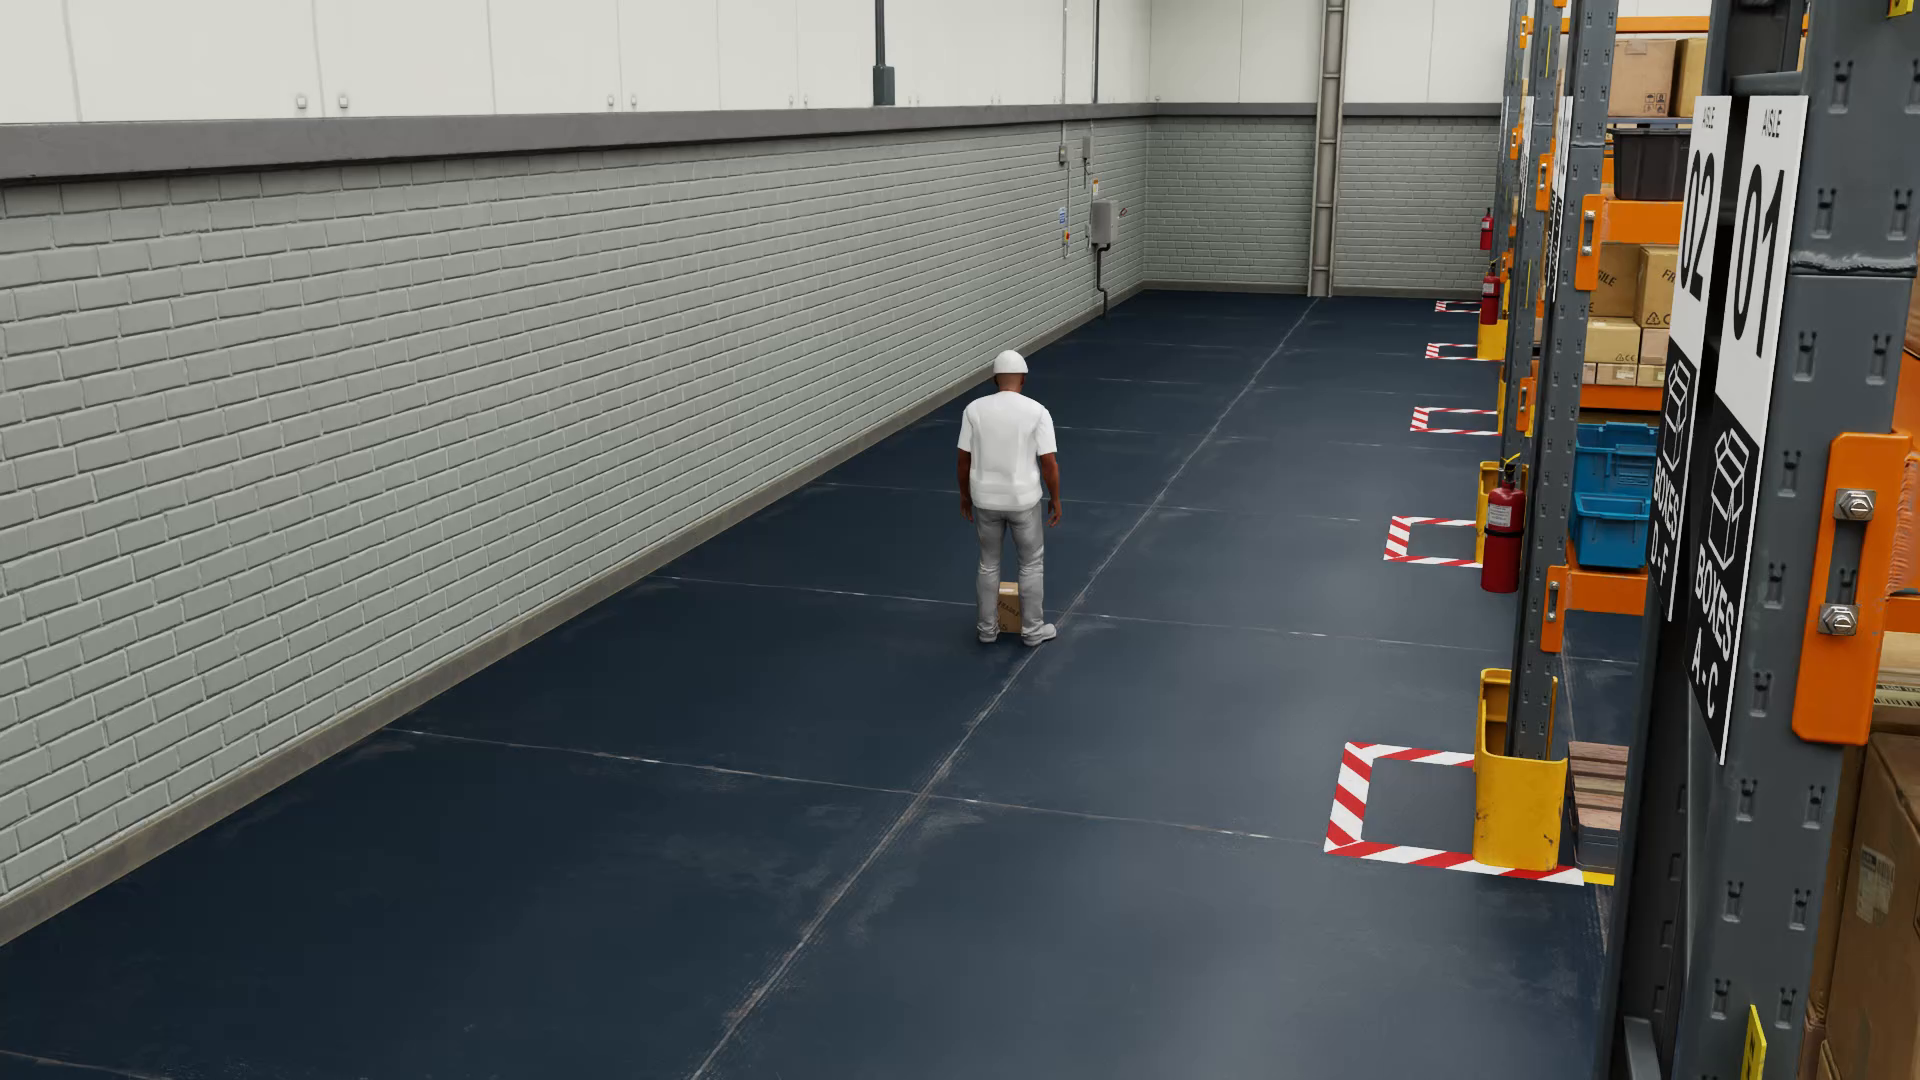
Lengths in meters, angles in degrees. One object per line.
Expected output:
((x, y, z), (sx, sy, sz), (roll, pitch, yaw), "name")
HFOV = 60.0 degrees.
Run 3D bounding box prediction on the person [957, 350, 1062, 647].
((0.295, -0.249, 9.915), (0.628, 1.761, 0.457), (4, 16, 16), "person")
